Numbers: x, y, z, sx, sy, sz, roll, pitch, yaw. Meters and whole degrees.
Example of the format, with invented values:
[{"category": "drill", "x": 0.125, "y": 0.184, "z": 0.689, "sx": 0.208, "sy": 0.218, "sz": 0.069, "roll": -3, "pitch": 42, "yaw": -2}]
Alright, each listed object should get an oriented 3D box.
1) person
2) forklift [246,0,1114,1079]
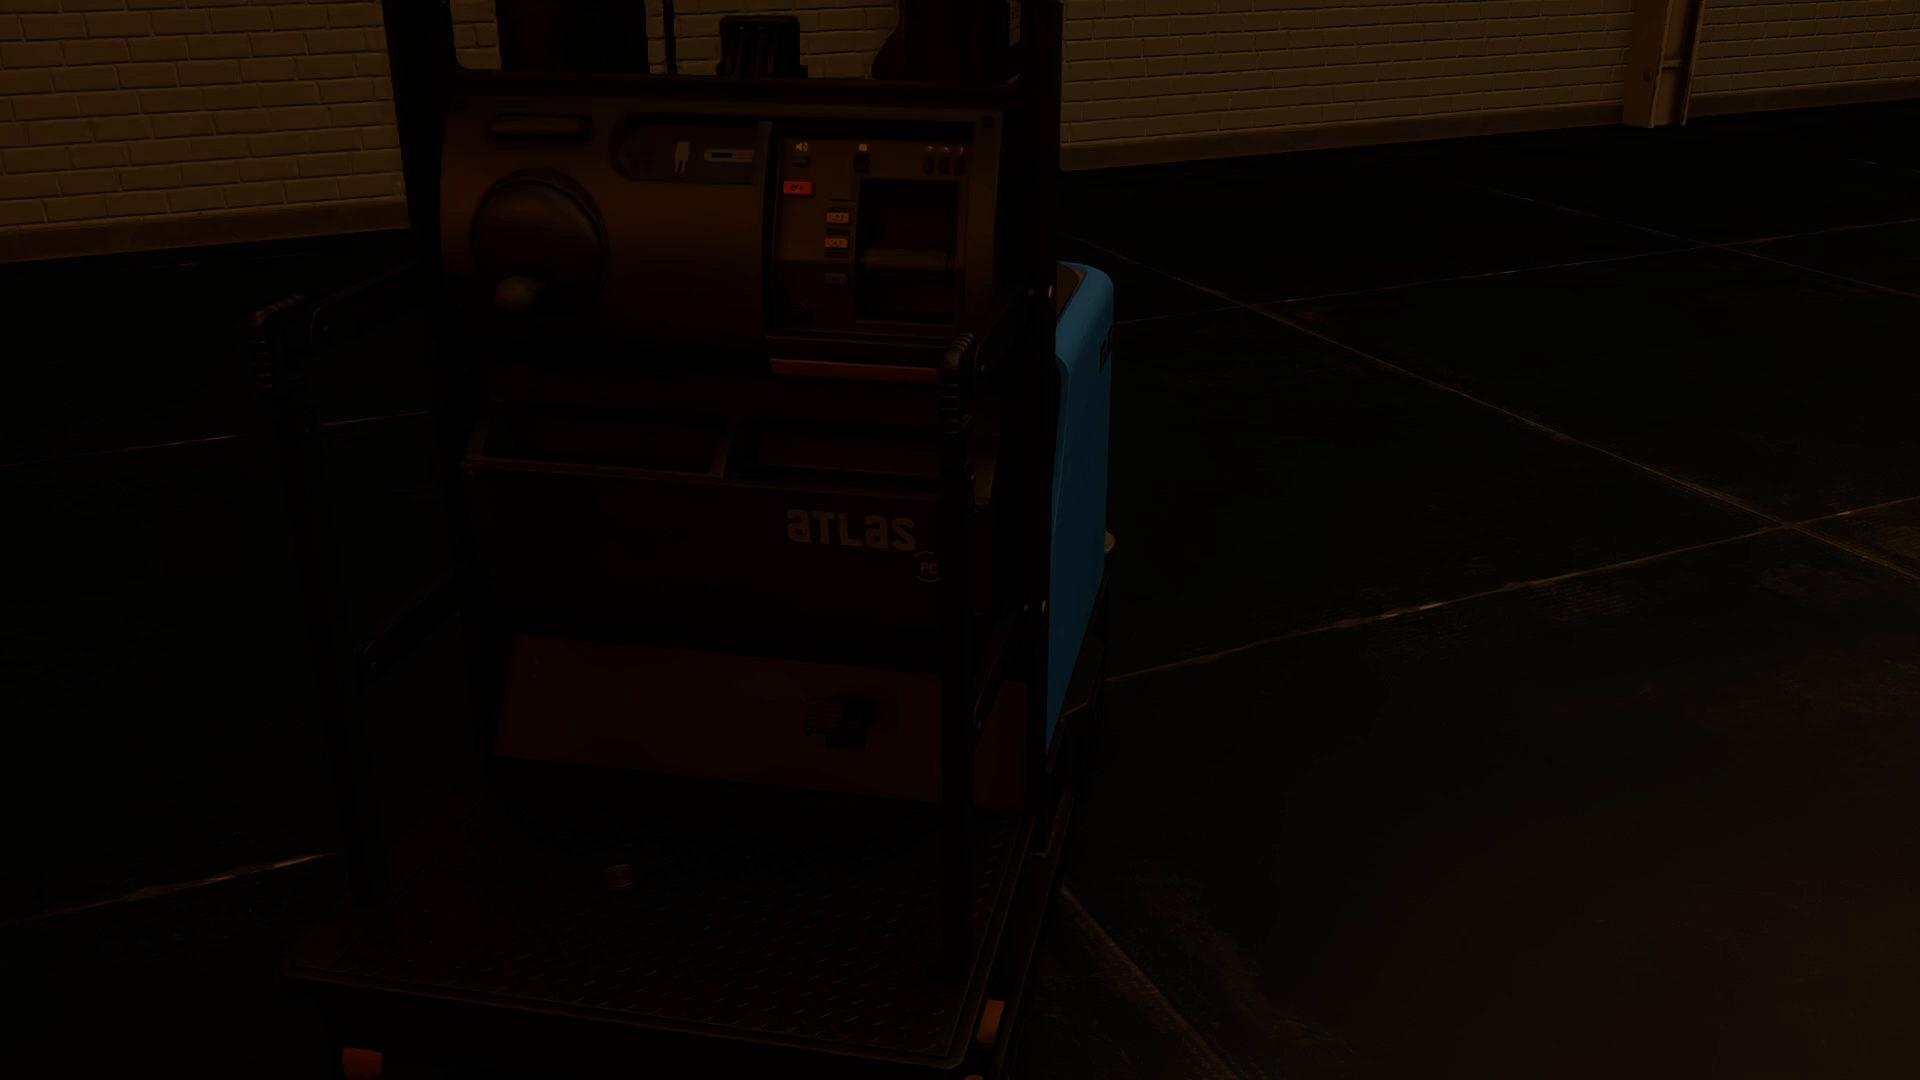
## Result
[{"category": "person", "x": 0.088, "y": -0.840, "z": 4.814, "sx": 0.549, "sy": 1.778, "sz": 0.699, "roll": -11, "pitch": 25, "yaw": -24}, {"category": "forklift", "x": -0.434, "y": -0.492, "z": 2.470, "sx": 1.130, "sy": 2.935, "sz": 3.031, "roll": 5, "pitch": 23, "yaw": 11}]
